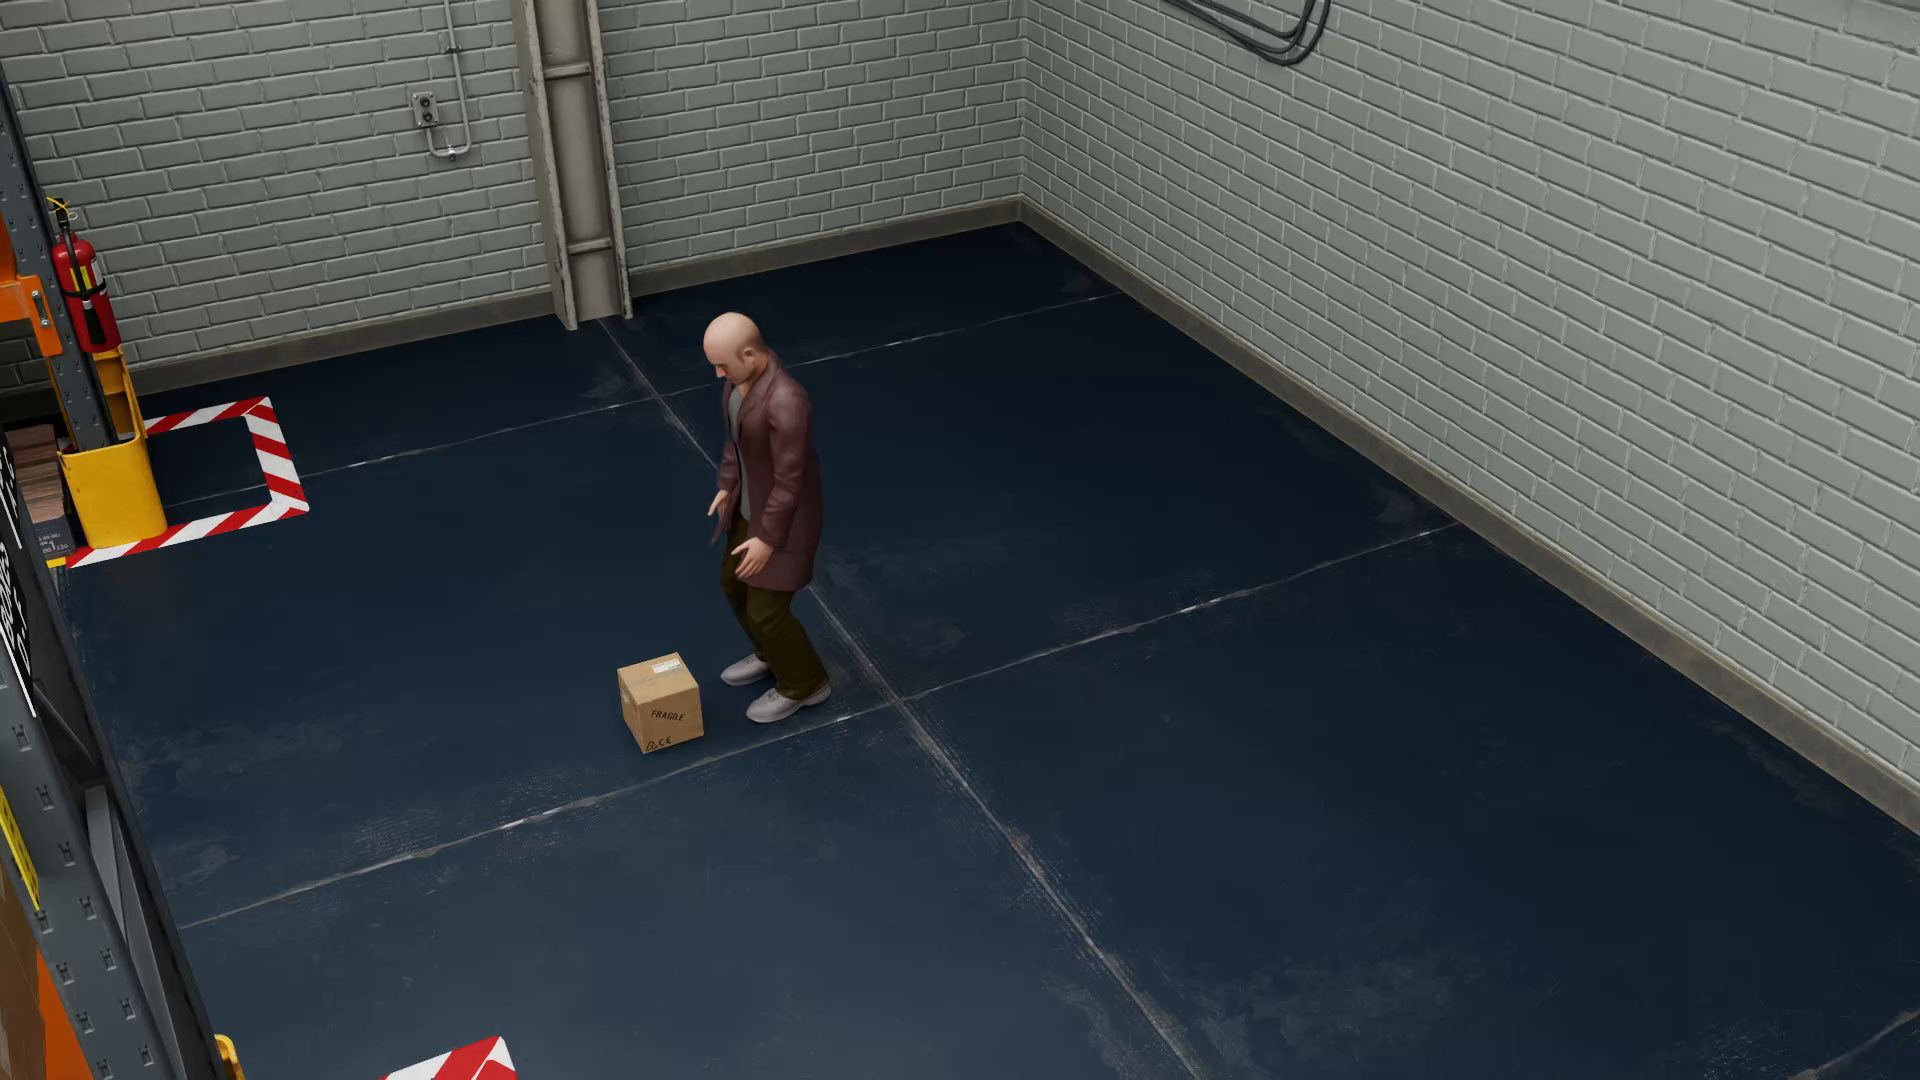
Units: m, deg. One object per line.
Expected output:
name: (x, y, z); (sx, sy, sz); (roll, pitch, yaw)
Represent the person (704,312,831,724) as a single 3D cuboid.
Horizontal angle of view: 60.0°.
person: (-0.737, -0.091, 6.352); (0.432, 1.727, 0.591); (-15, 36, -22)
